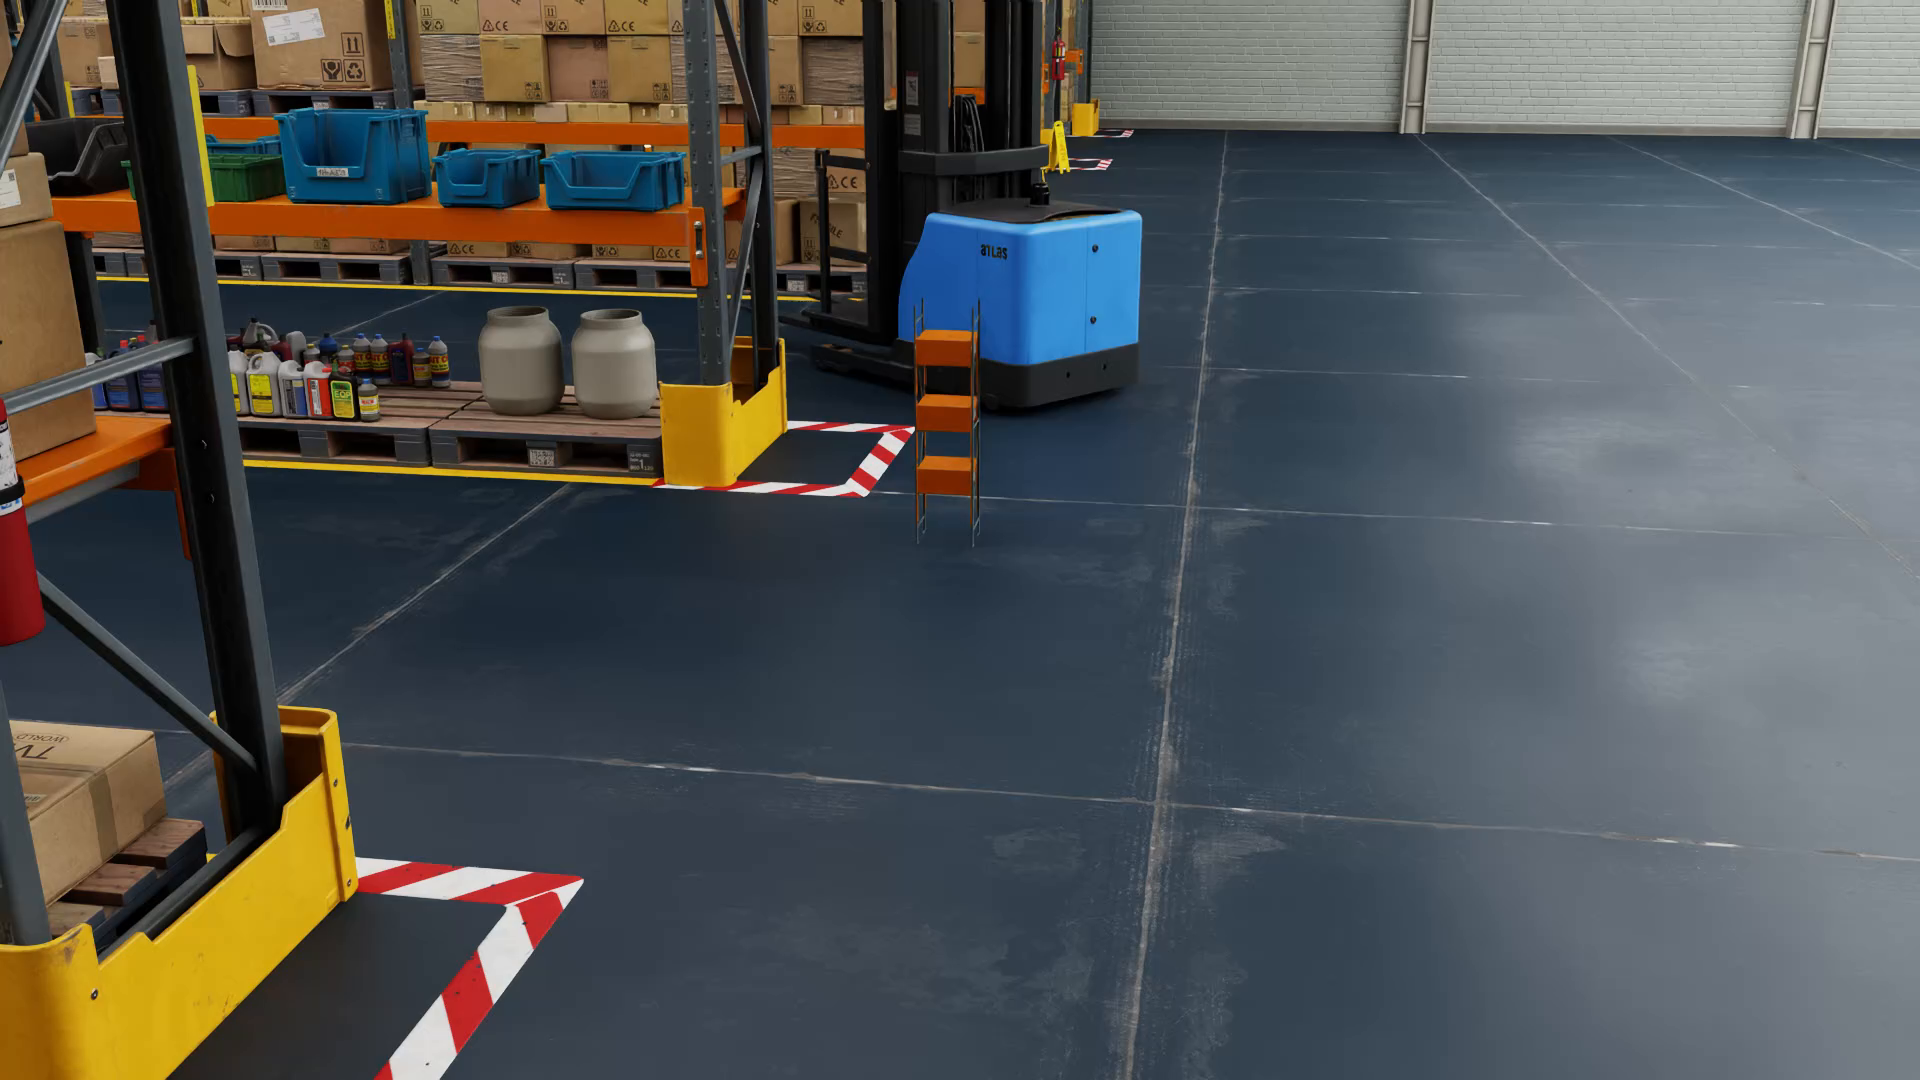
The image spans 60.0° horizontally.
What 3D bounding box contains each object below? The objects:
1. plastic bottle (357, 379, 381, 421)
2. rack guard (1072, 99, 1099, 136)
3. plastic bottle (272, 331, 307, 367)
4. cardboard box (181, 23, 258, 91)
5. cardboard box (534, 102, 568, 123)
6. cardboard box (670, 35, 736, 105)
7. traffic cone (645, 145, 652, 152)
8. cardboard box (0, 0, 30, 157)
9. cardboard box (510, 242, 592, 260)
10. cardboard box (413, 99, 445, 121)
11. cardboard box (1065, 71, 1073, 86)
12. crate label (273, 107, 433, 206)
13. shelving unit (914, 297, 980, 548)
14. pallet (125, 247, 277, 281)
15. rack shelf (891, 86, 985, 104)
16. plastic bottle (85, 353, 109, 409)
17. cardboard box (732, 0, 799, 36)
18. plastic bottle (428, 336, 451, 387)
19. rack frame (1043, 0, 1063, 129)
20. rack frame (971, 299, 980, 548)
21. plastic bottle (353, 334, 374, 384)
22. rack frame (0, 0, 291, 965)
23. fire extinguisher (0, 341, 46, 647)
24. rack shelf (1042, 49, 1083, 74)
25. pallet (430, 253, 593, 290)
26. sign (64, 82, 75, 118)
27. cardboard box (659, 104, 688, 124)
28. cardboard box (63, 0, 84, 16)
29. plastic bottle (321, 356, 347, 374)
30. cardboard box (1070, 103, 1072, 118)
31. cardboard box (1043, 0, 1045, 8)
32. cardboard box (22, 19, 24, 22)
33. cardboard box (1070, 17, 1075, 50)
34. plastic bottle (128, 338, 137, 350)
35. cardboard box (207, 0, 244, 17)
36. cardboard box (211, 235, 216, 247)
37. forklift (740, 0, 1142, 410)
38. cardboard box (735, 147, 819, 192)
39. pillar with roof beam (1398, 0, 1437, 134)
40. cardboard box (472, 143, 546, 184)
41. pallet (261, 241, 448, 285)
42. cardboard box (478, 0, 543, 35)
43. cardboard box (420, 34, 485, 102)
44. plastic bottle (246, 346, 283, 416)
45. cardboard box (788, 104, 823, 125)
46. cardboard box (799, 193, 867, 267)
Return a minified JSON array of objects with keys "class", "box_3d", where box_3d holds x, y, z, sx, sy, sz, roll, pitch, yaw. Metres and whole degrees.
[{"class":"plastic bottle","box_3d":[-2.997,-0.713,8.425,0.097,0.201,0.097,0,18,0]},{"class":"rack guard","box_3d":[2.050,-6.902,27.142,0.348,0.500,1.175,3,19,9]},{"class":"plastic bottle","box_3d":[-3.714,-1.018,9.216,0.135,0.276,0.152,3,19,10]},{"class":"cardboard box","box_3d":[-6.004,-3.936,13.515,0.637,0.503,0.797,5,19,14]},{"class":"cardboard box","box_3d":[-3.129,-3.350,12.984,0.250,0.149,0.380,3,19,9]},{"class":"cardboard box","box_3d":[-1.867,-3.679,12.946,0.500,0.500,0.875,3,19,9]},{"class":"traffic cone","box_3d":[-4.153,-5.155,21.981,0.334,0.463,0.336,3,19,9]},{"class":"cardboard box","box_3d":[-2.415,-1.018,3.416,0.500,0.500,0.700,3,19,9]},{"class":"cardboard box","box_3d":[-3.323,-2.584,13.577,0.500,0.500,0.500,9,21,26]},{"class":"cardboard box","box_3d":[-4.114,-3.406,13.150,0.250,0.149,0.380,3,19,9]},{"class":"cardboard box","box_3d":[1.582,-7.541,27.210,0.500,0.250,0.500,3,19,8]},{"class":"crate label","box_3d":[-2.975,-1.901,8.203,0.616,0.435,0.502,3,19,9]},{"class":"shelving unit","box_3d":[-0.053,-0.501,7.145,0.252,1.050,0.215,3,19,9]},{"class":"pallet","box_3d":[-6.255,-2.407,14.164,1.213,0.211,1.003,3,19,9]},{"class":"rack shelf","box_3d":[-1.417,-4.737,17.866,4.000,0.370,1.077,3,19,9]},{"class":"plastic bottle","box_3d":[-4.495,-0.834,8.667,0.135,0.276,0.152,4,19,11]},{"class":"cardboard box","box_3d":[-1.406,-4.065,12.522,0.500,0.500,0.500,3,19,9]},{"class":"plastic bottle","box_3d":[-2.855,-0.980,9.112,0.097,0.271,0.097,0,18,0]},{"class":"rack frame","box_3d":[1.243,-6.533,22.101,0.127,3.000,1.000,3,19,9]},{"class":"rack frame","box_3d":[0.068,-0.494,7.126,0.008,1.050,0.200,3,19,9]},{"class":"plastic bottle","box_3d":[-3.292,-1.003,9.179,0.097,0.271,0.097,0,18,0]},{"class":"rack frame","box_3d":[-1.904,-0.325,3.547,0.127,3.000,1.000,3,19,9]},{"class":"fire extinguisher","box_3d":[-1.861,-0.137,3.107,0.183,0.674,0.296,3,19,9]},{"class":"rack shelf","box_3d":[0.052,-7.848,27.164,4.000,0.370,1.077,3,19,9]},{"class":"pallet","box_3d":[-3.609,-2.285,13.799,1.213,0.211,1.003,3,19,9]},{"class":"sign","box_3d":[-4.966,-2.381,9.256,0.005,0.325,0.100,3,19,9]},{"class":"cardboard box","box_3d":[-2.141,-3.302,12.839,0.250,0.149,0.380,3,19,9]},{"class":"cardboard box","box_3d":[-12.612,-7.674,23.779,0.500,0.500,0.500,3,19,9]},{"class":"plastic bottle","box_3d":[-3.225,-0.807,8.575,0.133,0.283,0.061,3,19,9]},{"class":"cardboard box","box_3d":[1.573,-7.070,27.376,0.500,0.250,0.500,3,19,9]},{"class":"cardboard box","box_3d":[1.391,-8.539,26.448,0.250,0.149,0.380,3,19,9]},{"class":"cardboard box","box_3d":[-10.199,-5.740,18.528,0.250,0.149,0.380,3,19,8]},{"class":"cardboard box","box_3d":[1.582,-8.248,27.068,0.500,0.500,0.500,4,19,10]},{"class":"plastic bottle","box_3d":[-4.656,-1.039,9.398,0.097,0.201,0.097,0,18,0]},{"class":"cardboard box","box_3d":[-10.216,-7.546,23.396,0.500,0.500,0.500,3,19,9]},{"class":"cardboard box","box_3d":[-6.452,-2.777,14.120,0.500,0.500,0.700,5,19,13]},{"class":"forklift","box_3d":[-0.292,-2.514,10.198,1.130,2.935,3.031,-16,24,-39]},{"class":"cardboard box","box_3d":[-1.891,-4.272,18.031,0.875,0.875,0.875,3,19,9]},{"class":"pillar with roof beam","box_3d":[6.723,-9.600,21.813,0.400,9.000,9.100,3,19,9]},{"class":"cardboard box","box_3d":[-4.971,-4.364,18.501,0.750,0.750,1.050,3,19,9]},{"class":"pallet","box_3d":[-5.047,-2.346,13.982,1.213,0.211,1.003,3,19,9]},{"class":"cardboard box","box_3d":[-3.380,-4.165,12.823,0.500,0.500,0.500,3,19,9]},{"class":"cardboard box","box_3d":[-3.844,-3.776,13.235,0.500,0.500,0.875,3,19,9]},{"class":"plastic bottle","box_3d":[-3.543,-0.820,8.507,0.185,0.351,0.144,4,19,11]},{"class":"cardboard box","box_3d":[-1.145,-3.268,12.739,0.250,0.149,0.380,3,19,9]},{"class":"cardboard box","box_3d":[-0.943,-2.479,13.262,0.500,0.500,0.500,7,20,19]}]
